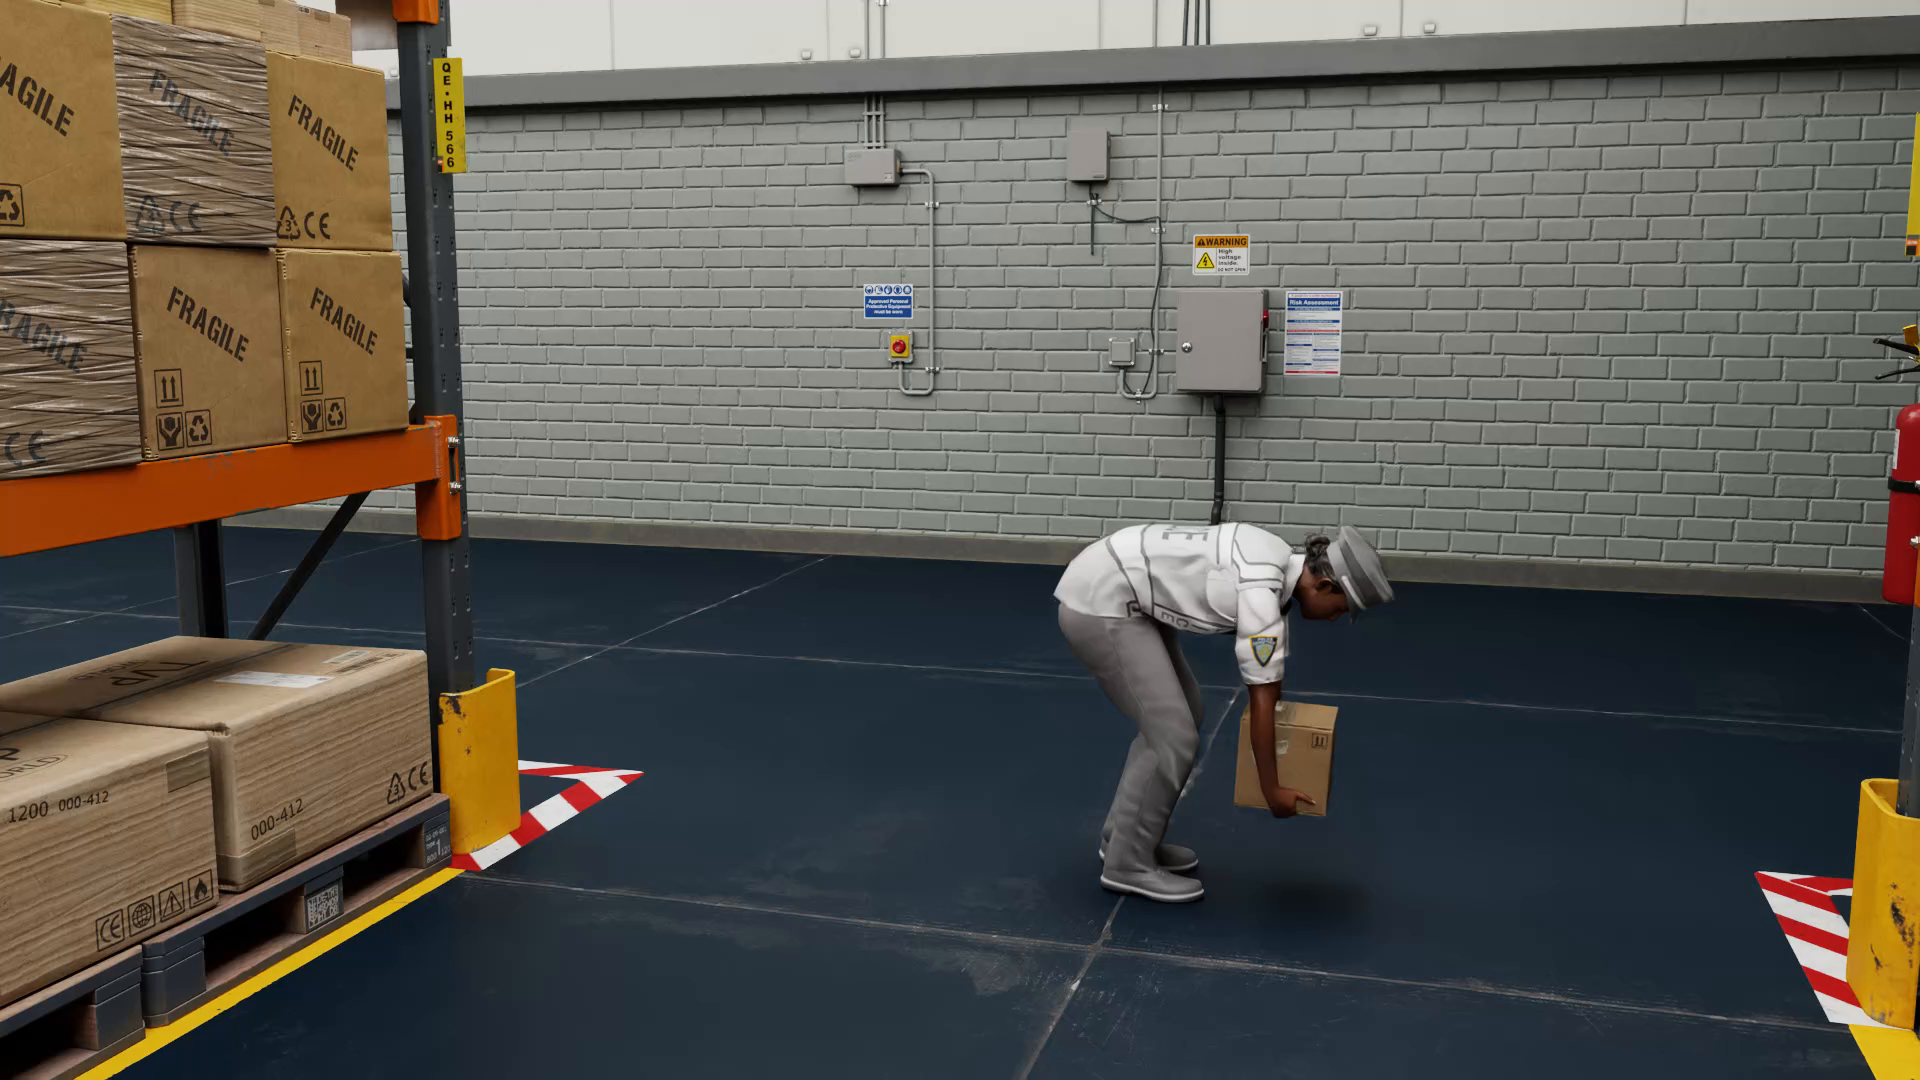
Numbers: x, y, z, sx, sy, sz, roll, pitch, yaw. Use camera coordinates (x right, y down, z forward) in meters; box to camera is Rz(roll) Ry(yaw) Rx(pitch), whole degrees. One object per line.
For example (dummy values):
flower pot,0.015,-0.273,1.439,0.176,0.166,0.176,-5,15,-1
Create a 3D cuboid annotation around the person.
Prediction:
person,0.736,0.474,4.710,0.942,1.062,0.422,2,9,14
